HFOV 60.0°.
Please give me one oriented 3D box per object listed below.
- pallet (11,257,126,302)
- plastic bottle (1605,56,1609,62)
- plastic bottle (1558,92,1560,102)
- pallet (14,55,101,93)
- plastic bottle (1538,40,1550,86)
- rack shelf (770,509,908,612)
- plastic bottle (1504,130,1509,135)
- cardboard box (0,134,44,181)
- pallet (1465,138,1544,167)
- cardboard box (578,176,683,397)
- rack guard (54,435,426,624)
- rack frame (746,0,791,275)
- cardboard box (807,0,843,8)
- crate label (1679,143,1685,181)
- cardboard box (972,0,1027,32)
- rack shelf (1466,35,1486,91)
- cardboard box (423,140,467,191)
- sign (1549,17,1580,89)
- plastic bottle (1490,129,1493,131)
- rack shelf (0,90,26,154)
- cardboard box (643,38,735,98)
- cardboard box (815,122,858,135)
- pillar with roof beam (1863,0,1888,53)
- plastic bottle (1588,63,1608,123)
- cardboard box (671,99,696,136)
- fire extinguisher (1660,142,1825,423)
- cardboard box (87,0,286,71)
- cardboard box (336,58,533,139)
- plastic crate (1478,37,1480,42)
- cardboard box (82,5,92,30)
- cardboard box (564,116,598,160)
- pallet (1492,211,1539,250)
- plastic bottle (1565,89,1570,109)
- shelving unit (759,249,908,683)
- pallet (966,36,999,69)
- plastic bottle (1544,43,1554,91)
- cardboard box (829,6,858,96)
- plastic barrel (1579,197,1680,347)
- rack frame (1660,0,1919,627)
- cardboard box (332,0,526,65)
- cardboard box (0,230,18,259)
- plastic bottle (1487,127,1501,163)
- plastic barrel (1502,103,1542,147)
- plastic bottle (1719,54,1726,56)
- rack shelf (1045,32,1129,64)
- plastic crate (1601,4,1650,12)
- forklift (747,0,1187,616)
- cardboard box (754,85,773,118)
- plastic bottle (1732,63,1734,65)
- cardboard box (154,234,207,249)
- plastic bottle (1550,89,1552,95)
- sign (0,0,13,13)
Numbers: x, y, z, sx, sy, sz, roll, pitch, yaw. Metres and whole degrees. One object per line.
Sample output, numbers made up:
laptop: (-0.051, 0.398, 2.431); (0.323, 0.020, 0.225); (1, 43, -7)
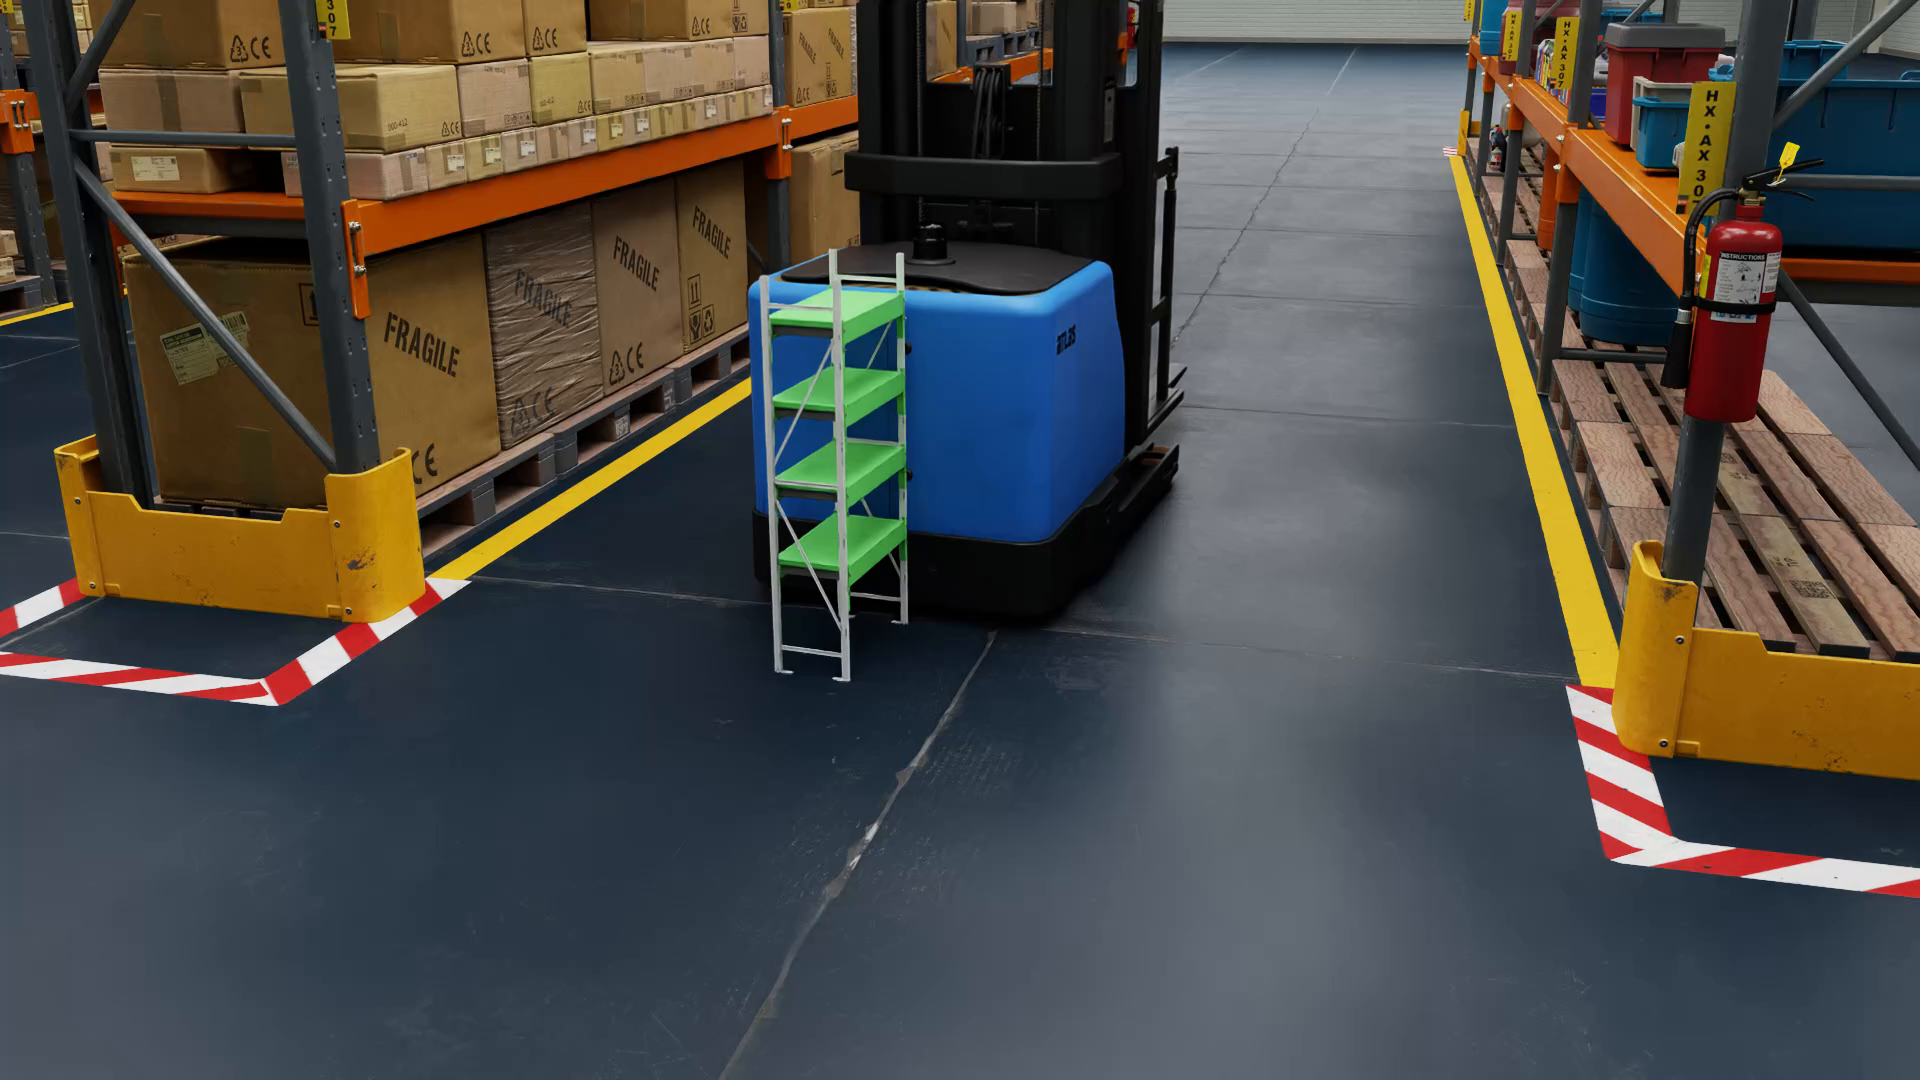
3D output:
pallet: (-6.024, -1.852, 11.284); (1.003, 0.211, 1.213); (5, 19, 13)
plastic bottle: (3.496, -2.470, 8.977); (0.097, 0.271, 0.097); (0, 19, 0)
plastic bottle: (3.461, -2.594, 9.449); (0.097, 0.201, 0.097); (0, 19, 0)
pallet: (-5.885, -3.065, 10.817); (1.003, 0.211, 1.213); (5, 19, 13)
plastic bottle: (3.808, -3.102, 10.810); (0.061, 0.283, 0.133); (5, 19, 13)
rack shelf: (-0.363, 0.056, 5.108); (0.258, 0.148, 0.480); (6, 20, 18)
plastic bottle: (5.480, -3.972, 16.697); (0.061, 0.283, 0.133); (5, 19, 13)
cardboard box: (-6.276, -2.552, 11.075); (0.500, 0.250, 0.500); (4, 19, 12)
pallet: (6.130, -4.273, 18.371); (1.003, 0.211, 1.213); (5, 19, 13)
cardboard box: (-1.887, -1.215, 7.741); (0.875, 0.875, 0.875); (5, 19, 13)
rack guard: (-2.411, -0.060, 5.590); (1.175, 0.500, 0.348); (5, 19, 13)
rack frame: (-1.428, -2.504, 8.879); (1.000, 3.000, 0.127); (5, 19, 13)
cardboard box: (-1.101, -3.441, 9.916); (0.797, 0.503, 0.637); (5, 19, 14)
crate label: (2.550, -1.212, 5.410); (0.396, 0.136, 0.243); (5, 19, 13)
cardboard box: (0.193, -4.709, 14.523); (0.797, 0.503, 0.637); (7, 20, 19)
rack shelf: (5.818, -4.907, 17.026); (1.077, 0.370, 4.000); (5, 19, 13)
cardboard box: (-1.937, -1.297, 5.734); (0.380, 0.149, 0.250); (4, 19, 13)
sign: (2.842, -2.288, 7.818); (0.100, 0.325, 0.005); (5, 19, 13)
plastic bottle: (5.404, -4.045, 16.931); (0.097, 0.271, 0.097); (0, 19, 0)
rack shelf: (-6.702, -1.960, 8.399); (1.077, 0.370, 4.000); (5, 19, 13)
cardboard box: (-1.406, -2.253, 7.914); (0.500, 0.250, 0.500); (5, 20, 15)
cardboard box: (-1.074, -2.180, 10.566); (1.225, 0.875, 0.875); (4, 19, 11)
pillar with roof beam: (19.737, -17.386, 43.167); (9.100, 9.000, 0.400); (5, 19, 13)
plastic bottle: (3.158, -2.203, 8.190); (0.152, 0.276, 0.135); (5, 19, 13)
cardboard box: (-1.436, -1.941, 7.619); (0.380, 0.149, 0.250); (5, 19, 14)
fire extinguisher: (1.920, -0.635, 4.102); (0.296, 0.674, 0.183); (5, 19, 13)
cardboard box: (-2.541, -1.849, 5.571); (0.500, 0.500, 0.500); (5, 19, 14)
cardboard box: (-1.906, -1.613, 6.041); (0.500, 0.250, 0.500); (4, 19, 13)
plastic crate: (5.481, -5.025, 16.666); (0.530, 0.136, 0.437); (5, 19, 13)
cardboard box: (-5.609, -3.317, 10.536); (0.380, 0.149, 0.250); (4, 19, 12)
cardboard box: (-1.687, -1.620, 6.679); (0.380, 0.149, 0.250); (4, 19, 13)
pallet: (4.579, -2.287, 12.557); (1.003, 0.211, 1.213); (5, 19, 13)
plastic bottle: (3.370, -2.476, 8.988); (0.152, 0.276, 0.135); (5, 19, 13)
shelving unit: (-0.363, -0.232, 5.010); (0.258, 1.200, 0.503); (6, 20, 18)
pallet: (-0.380, -3.899, 13.259); (1.213, 0.211, 1.003); (5, 19, 13)
plastic bottle: (3.687, -2.946, 10.352); (0.061, 0.283, 0.133); (5, 19, 13)
cardboard box: (-0.829, -2.990, 10.148); (0.500, 0.500, 0.500); (4, 19, 12)
plastic barrel: (3.524, -1.488, 8.500); (0.600, 0.901, 0.708); (5, 19, 13)
rack frame: (2.397, -0.859, 4.063); (1.000, 3.000, 0.127); (5, 19, 13)
cardboard box: (-1.904, -1.961, 5.900); (0.500, 0.500, 0.500); (4, 19, 12)
cardboard box: (-5.982, -1.794, 10.101); (0.380, 0.149, 0.250); (5, 20, 14)
plastic bottle: (5.254, -3.860, 16.265); (0.144, 0.351, 0.185); (4, 19, 11)
plastic barrel: (6.098, -4.526, 17.998); (0.421, 0.512, 0.421); (0, 19, 0)
plastic bottle: (4.140, -2.532, 9.153); (0.152, 0.276, 0.135); (5, 19, 13)
rack shelf: (1.015, -5.298, 18.171); (1.077, 0.370, 4.000); (5, 19, 13)
plastic crate: (5.044, -3.879, 12.806); (0.402, 0.464, 0.583); (5, 19, 13)
forklift: (0.267, -1.587, 6.300); (1.130, 2.935, 3.031); (6, 20, 18)
cardboard box: (-1.185, -2.264, 8.564); (0.380, 0.149, 0.250); (5, 19, 14)
plastic bottle: (3.947, -2.284, 8.426); (0.152, 0.276, 0.135); (5, 19, 13)
cardboard box: (-5.648, -2.320, 11.557); (0.500, 0.500, 0.500); (6, 20, 16)
plastic bottle: (3.596, -2.800, 9.943); (0.097, 0.271, 0.097); (0, 19, 0)
sign: (-5.685, -3.297, 9.860); (0.100, 0.325, 0.005); (5, 19, 13)
